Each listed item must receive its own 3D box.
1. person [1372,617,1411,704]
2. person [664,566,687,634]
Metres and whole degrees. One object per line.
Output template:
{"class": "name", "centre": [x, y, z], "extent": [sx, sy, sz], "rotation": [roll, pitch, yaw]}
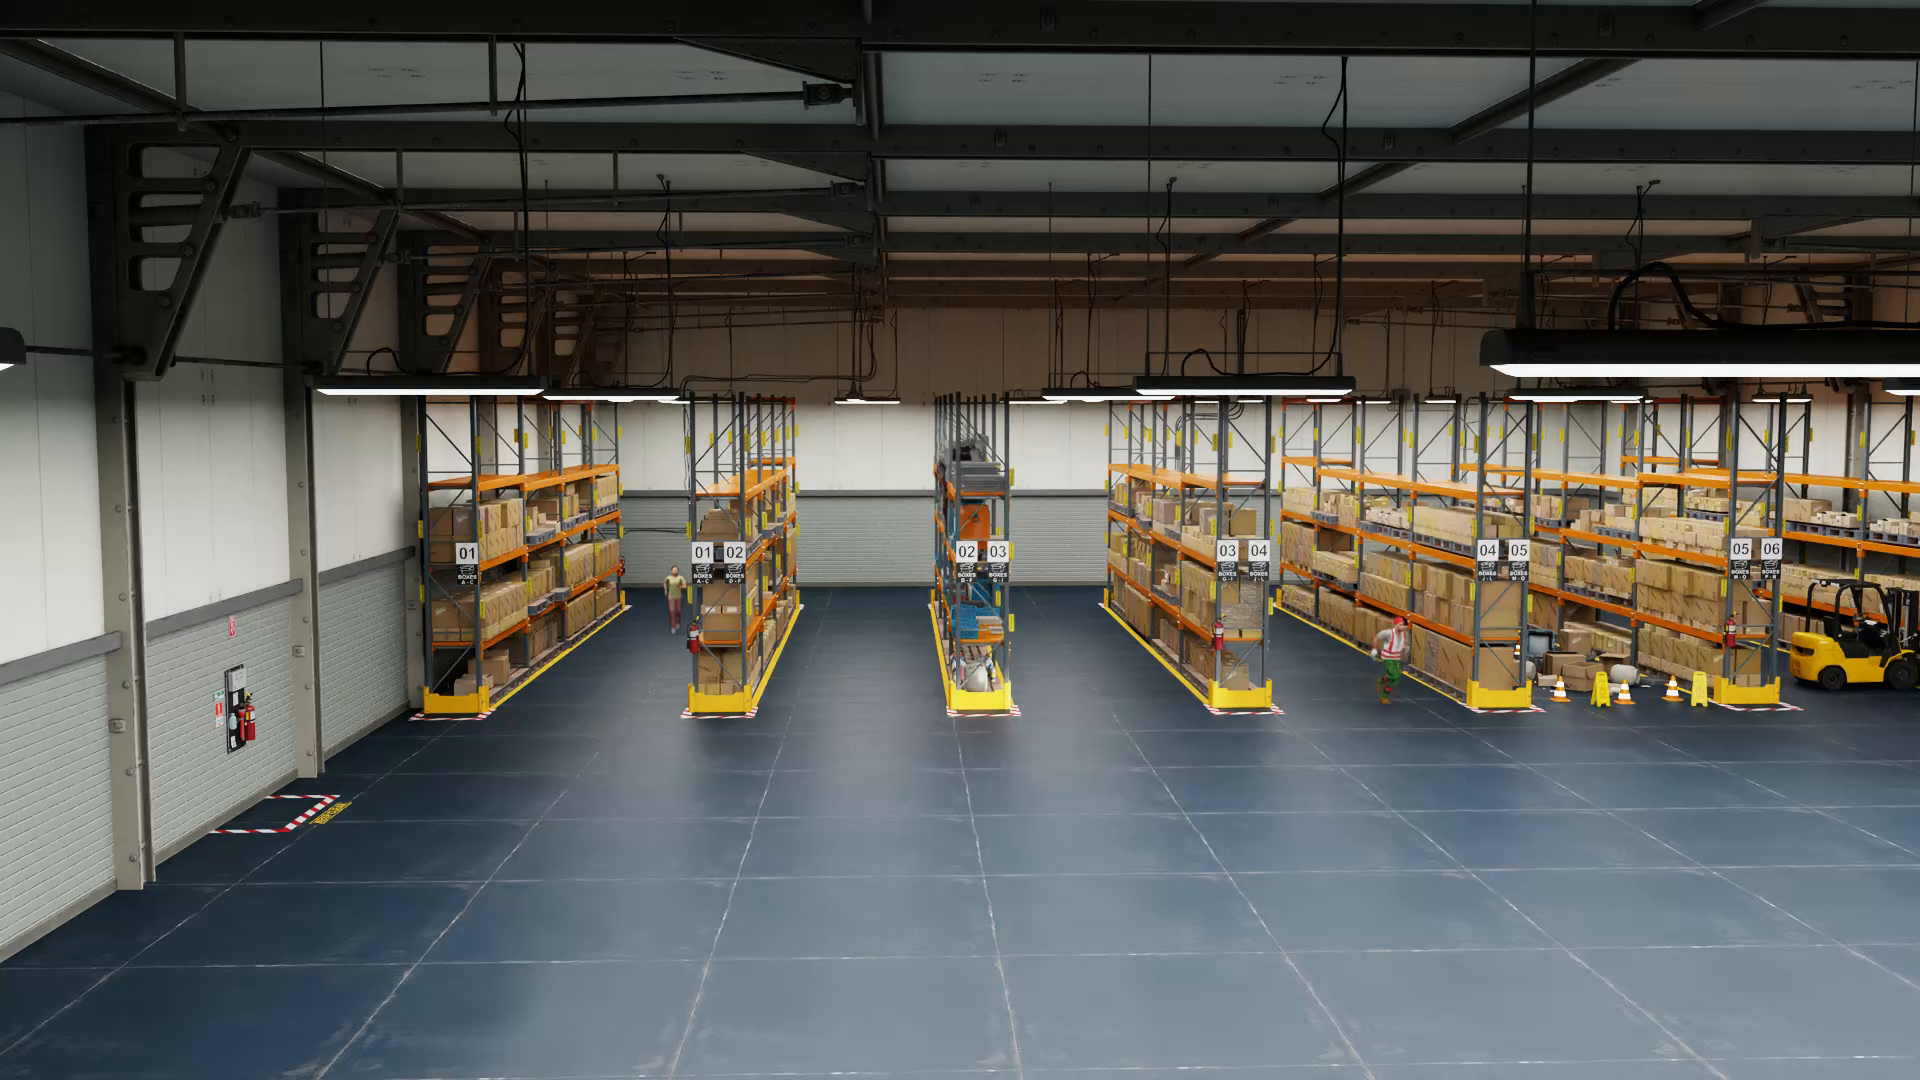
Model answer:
{"class": "person", "centre": [8.341, 2.317, 32.016], "extent": [0.649, 1.710, 0.729], "rotation": [-3, 5, -29]}
{"class": "person", "centre": [-7.221, 1.487, 42.196], "extent": [0.563, 1.685, 0.922], "rotation": [-1, 5, -12]}
